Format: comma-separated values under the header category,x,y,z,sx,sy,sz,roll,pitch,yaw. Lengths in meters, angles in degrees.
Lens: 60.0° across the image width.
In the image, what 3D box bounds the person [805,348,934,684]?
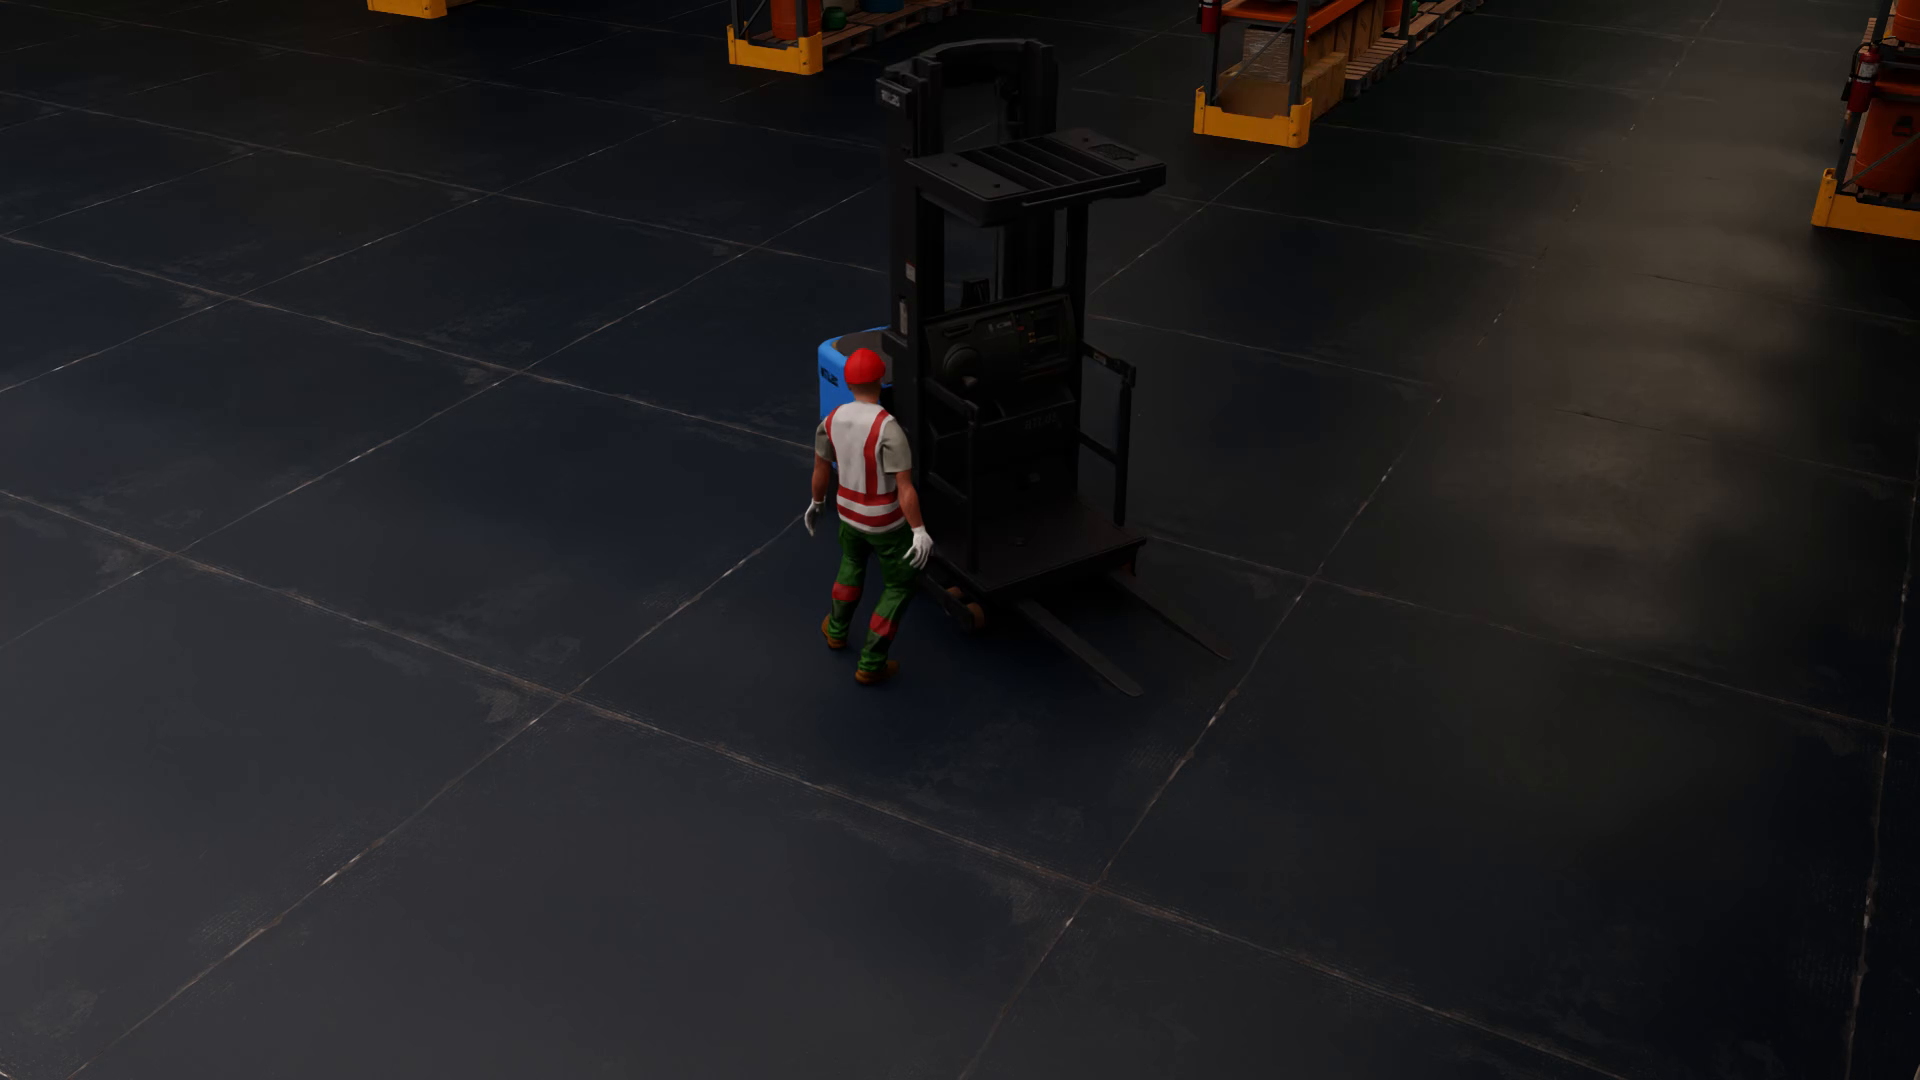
category,x,y,z,sx,sy,sz,roll,pitch,yaw
person,-0.451,-0.100,8.489,0.891,1.745,0.502,25,38,36

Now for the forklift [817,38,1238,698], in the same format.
category,x,y,z,sx,sy,sz,roll,pitch,yaw
forklift,0.341,-1.029,8.853,1.130,2.935,3.031,-17,34,-27
